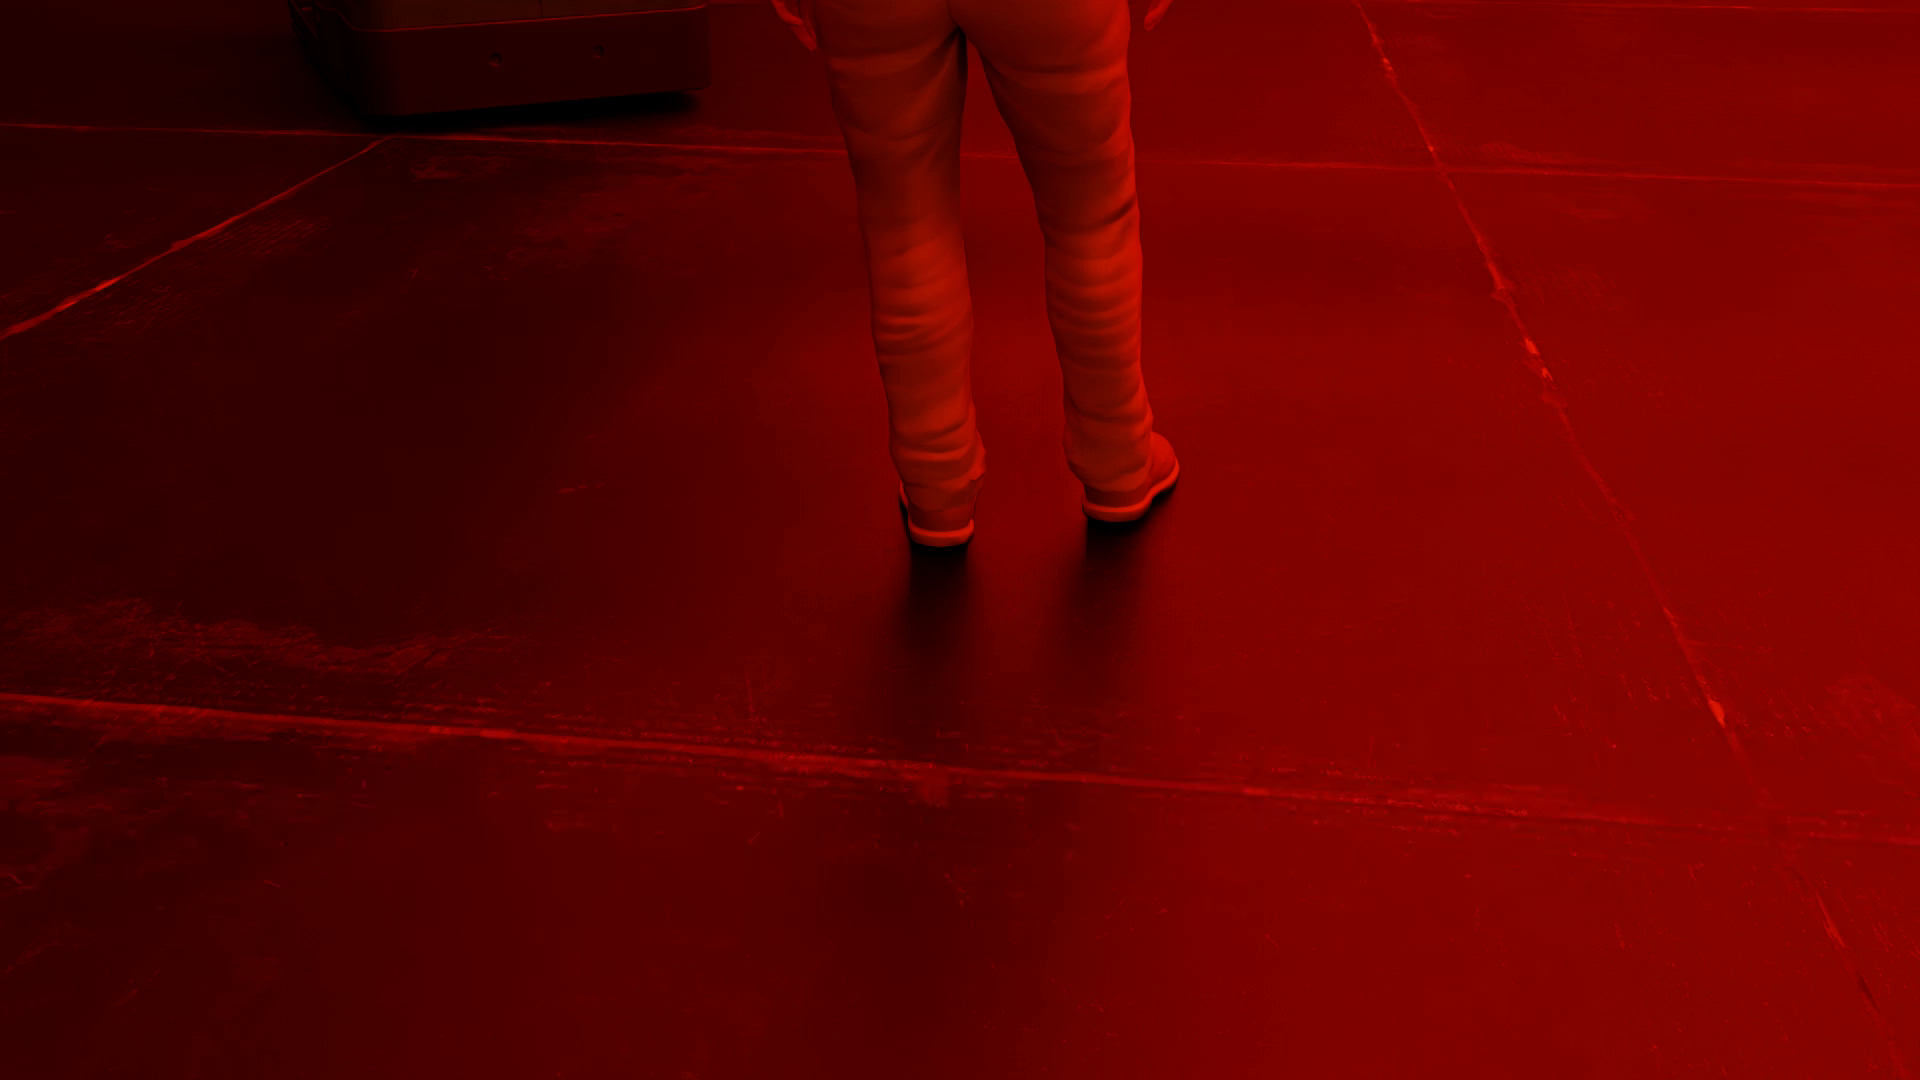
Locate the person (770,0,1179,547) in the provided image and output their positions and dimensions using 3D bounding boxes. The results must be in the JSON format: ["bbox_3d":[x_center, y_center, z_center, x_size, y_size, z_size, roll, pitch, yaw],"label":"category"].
[{"bbox_3d":[0.033,-0.786,2.190,0.598,1.670,0.527,3,27,7],"label":"person"}]

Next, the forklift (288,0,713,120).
[{"bbox_3d":[-1.857,-3.160,5.552,1.130,2.935,3.031,-12,29,-22],"label":"forklift"}]
